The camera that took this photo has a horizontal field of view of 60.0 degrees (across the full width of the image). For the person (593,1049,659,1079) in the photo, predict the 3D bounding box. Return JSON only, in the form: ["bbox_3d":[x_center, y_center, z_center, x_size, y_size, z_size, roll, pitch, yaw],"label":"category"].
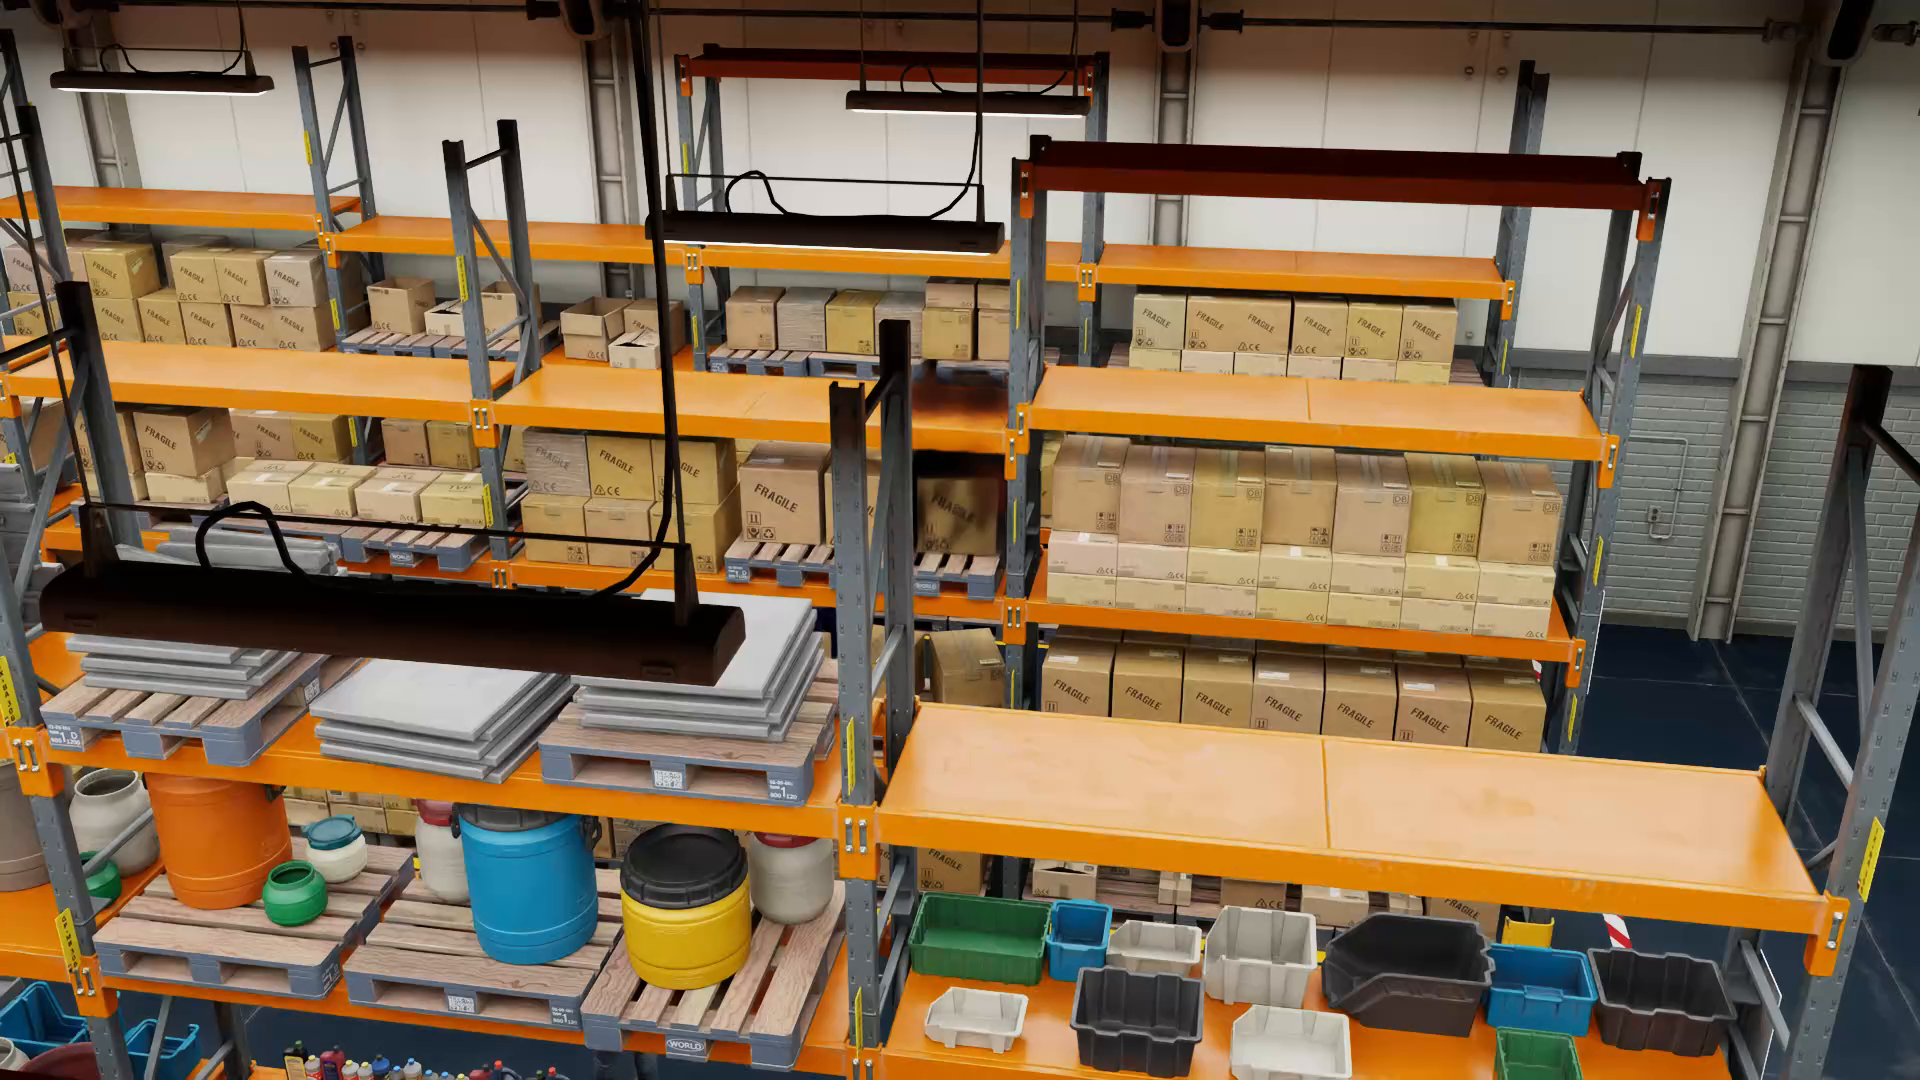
[{"bbox_3d":[-2.233,3.009,10.849,0.622,1.768,0.424,-4,23,-9],"label":"person"}]

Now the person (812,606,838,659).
[{"bbox_3d":[-1.372,0.752,16.469,0.501,1.636,0.441,-17,28,-34],"label":"person"}]
